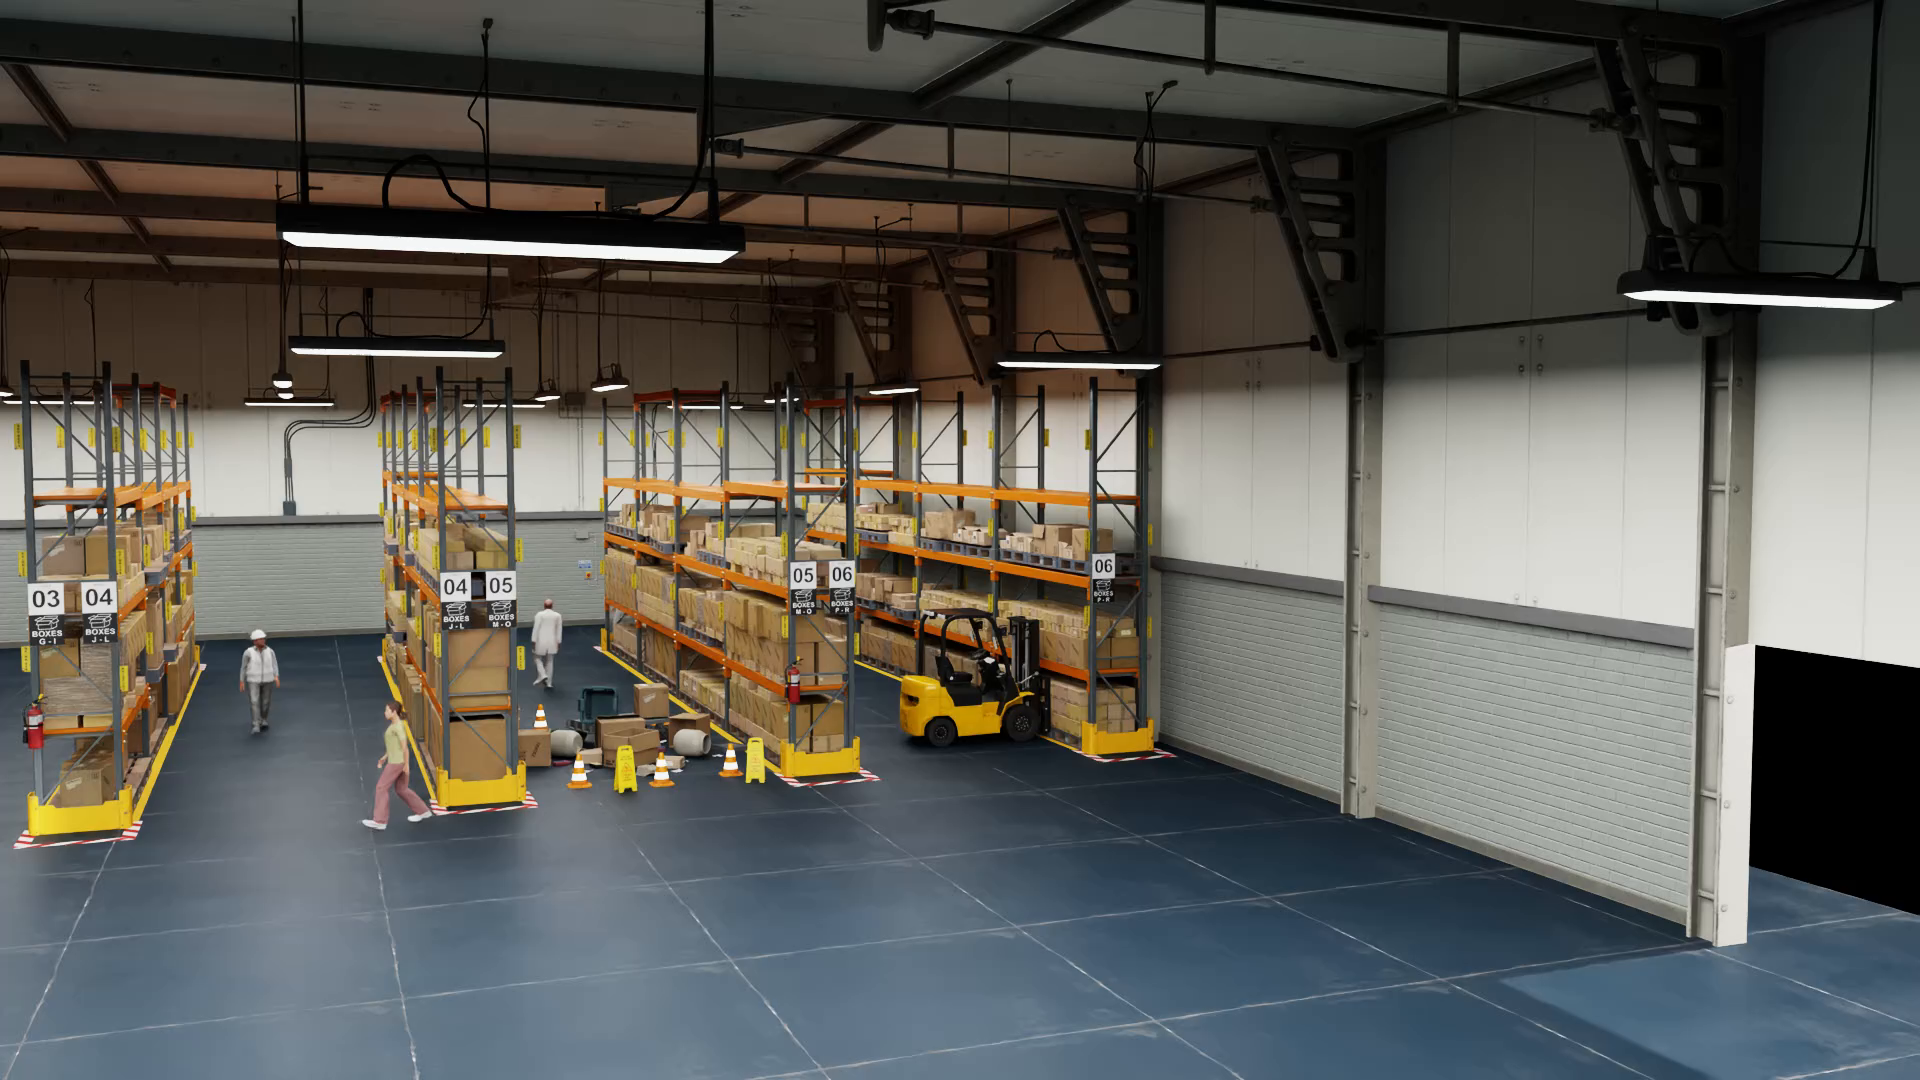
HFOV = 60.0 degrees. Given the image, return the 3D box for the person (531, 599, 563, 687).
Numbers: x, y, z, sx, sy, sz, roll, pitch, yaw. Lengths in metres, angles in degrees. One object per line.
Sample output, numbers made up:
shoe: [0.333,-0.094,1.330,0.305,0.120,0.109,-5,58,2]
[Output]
person: [-8.368,2.080,33.653,0.640,1.787,0.463,-1,4,-17]

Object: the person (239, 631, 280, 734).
person: [-11.991,2.421,28.457,0.638,1.717,1.093,-2,4,-31]

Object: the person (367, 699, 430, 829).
person: [-7.294,2.890,21.586,0.714,1.647,0.493,0,3,-4]

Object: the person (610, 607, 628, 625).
person: [-8.385,1.655,41.139,0.602,1.756,0.715,3,5,42]
